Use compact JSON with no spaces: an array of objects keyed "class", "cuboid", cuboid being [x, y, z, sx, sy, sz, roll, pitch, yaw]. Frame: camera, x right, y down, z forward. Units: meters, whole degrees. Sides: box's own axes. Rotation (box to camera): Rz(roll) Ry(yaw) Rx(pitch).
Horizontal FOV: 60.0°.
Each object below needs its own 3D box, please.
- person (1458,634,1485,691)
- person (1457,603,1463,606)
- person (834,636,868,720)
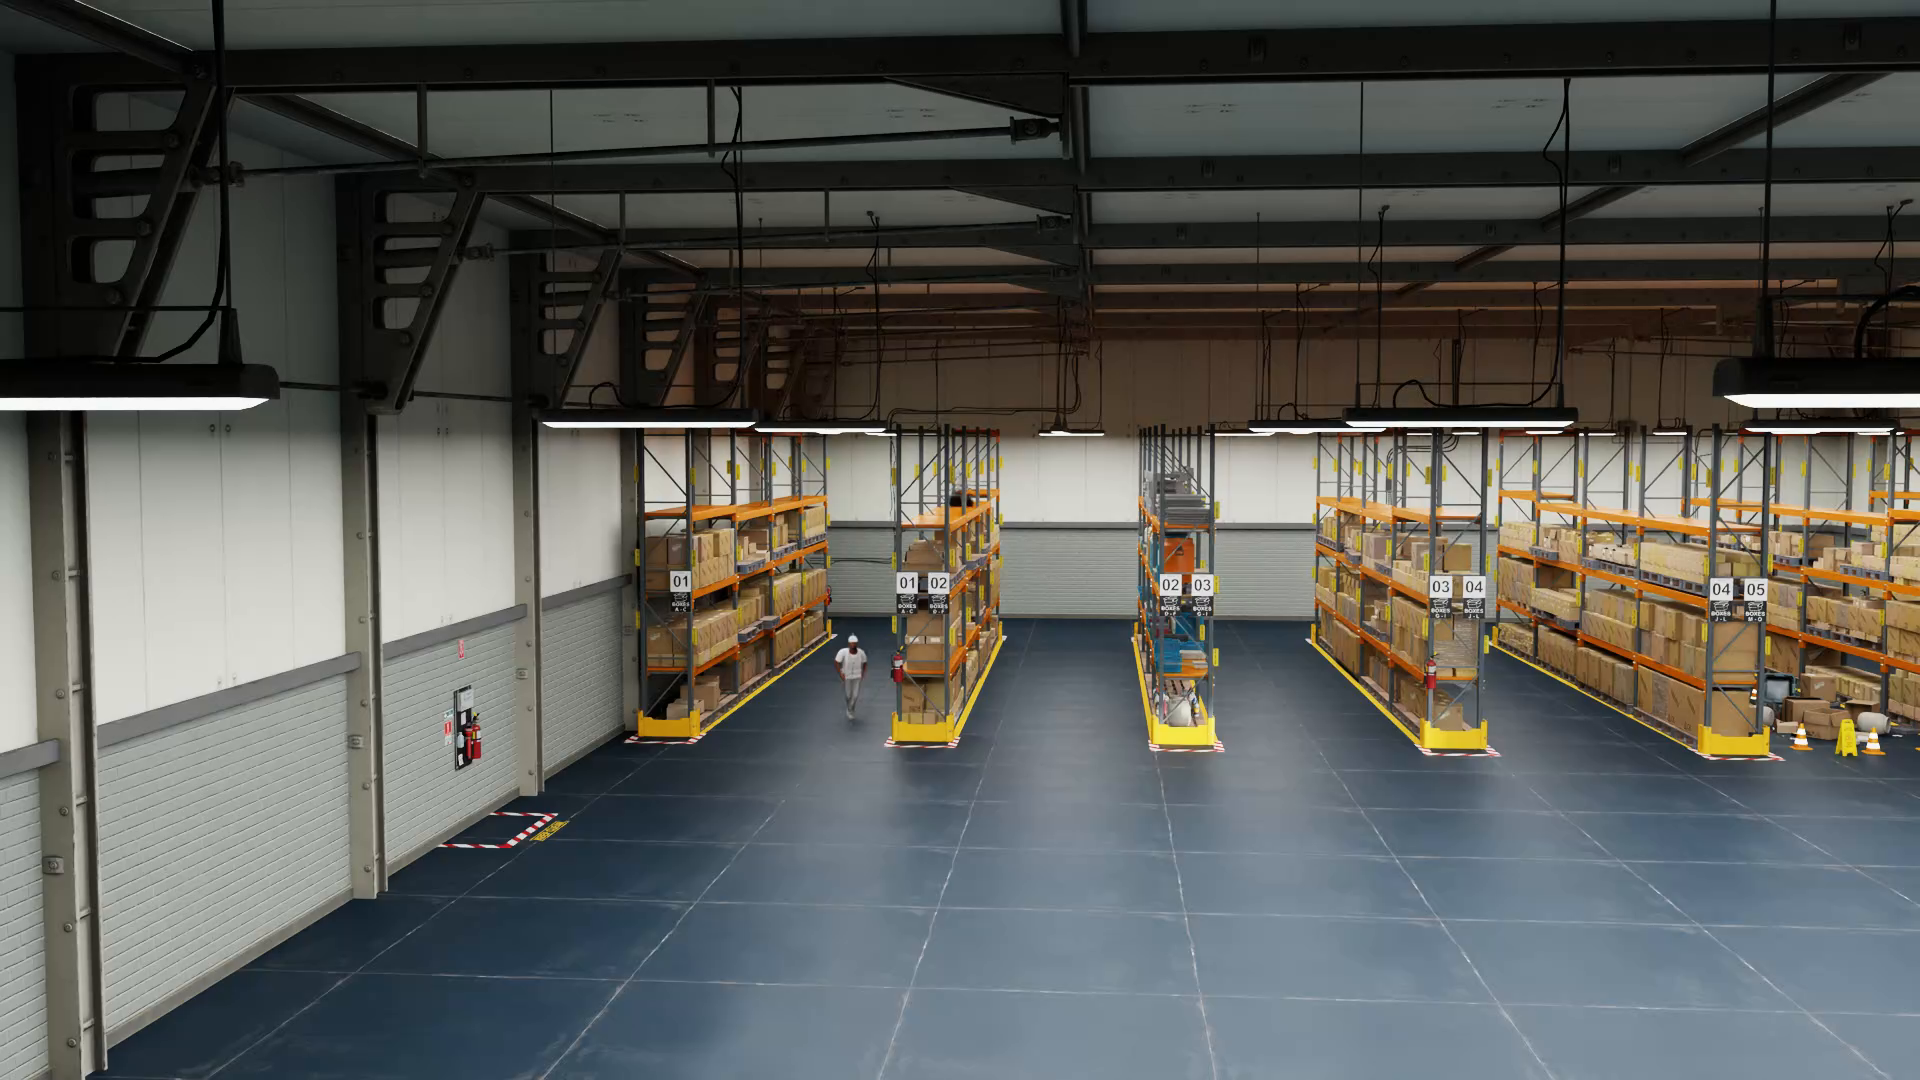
[{"class":"person","cuboid":[11.619,2.596,38.062,0.707,1.608,1.105,0,3,6]},{"class":"person","cuboid":[13.863,2.028,46.159,0.653,1.845,0.773,1,4,17]},{"class":"person","cuboid":[-2.233,2.802,34.077,0.693,1.712,0.627,-1,4,-10]}]
